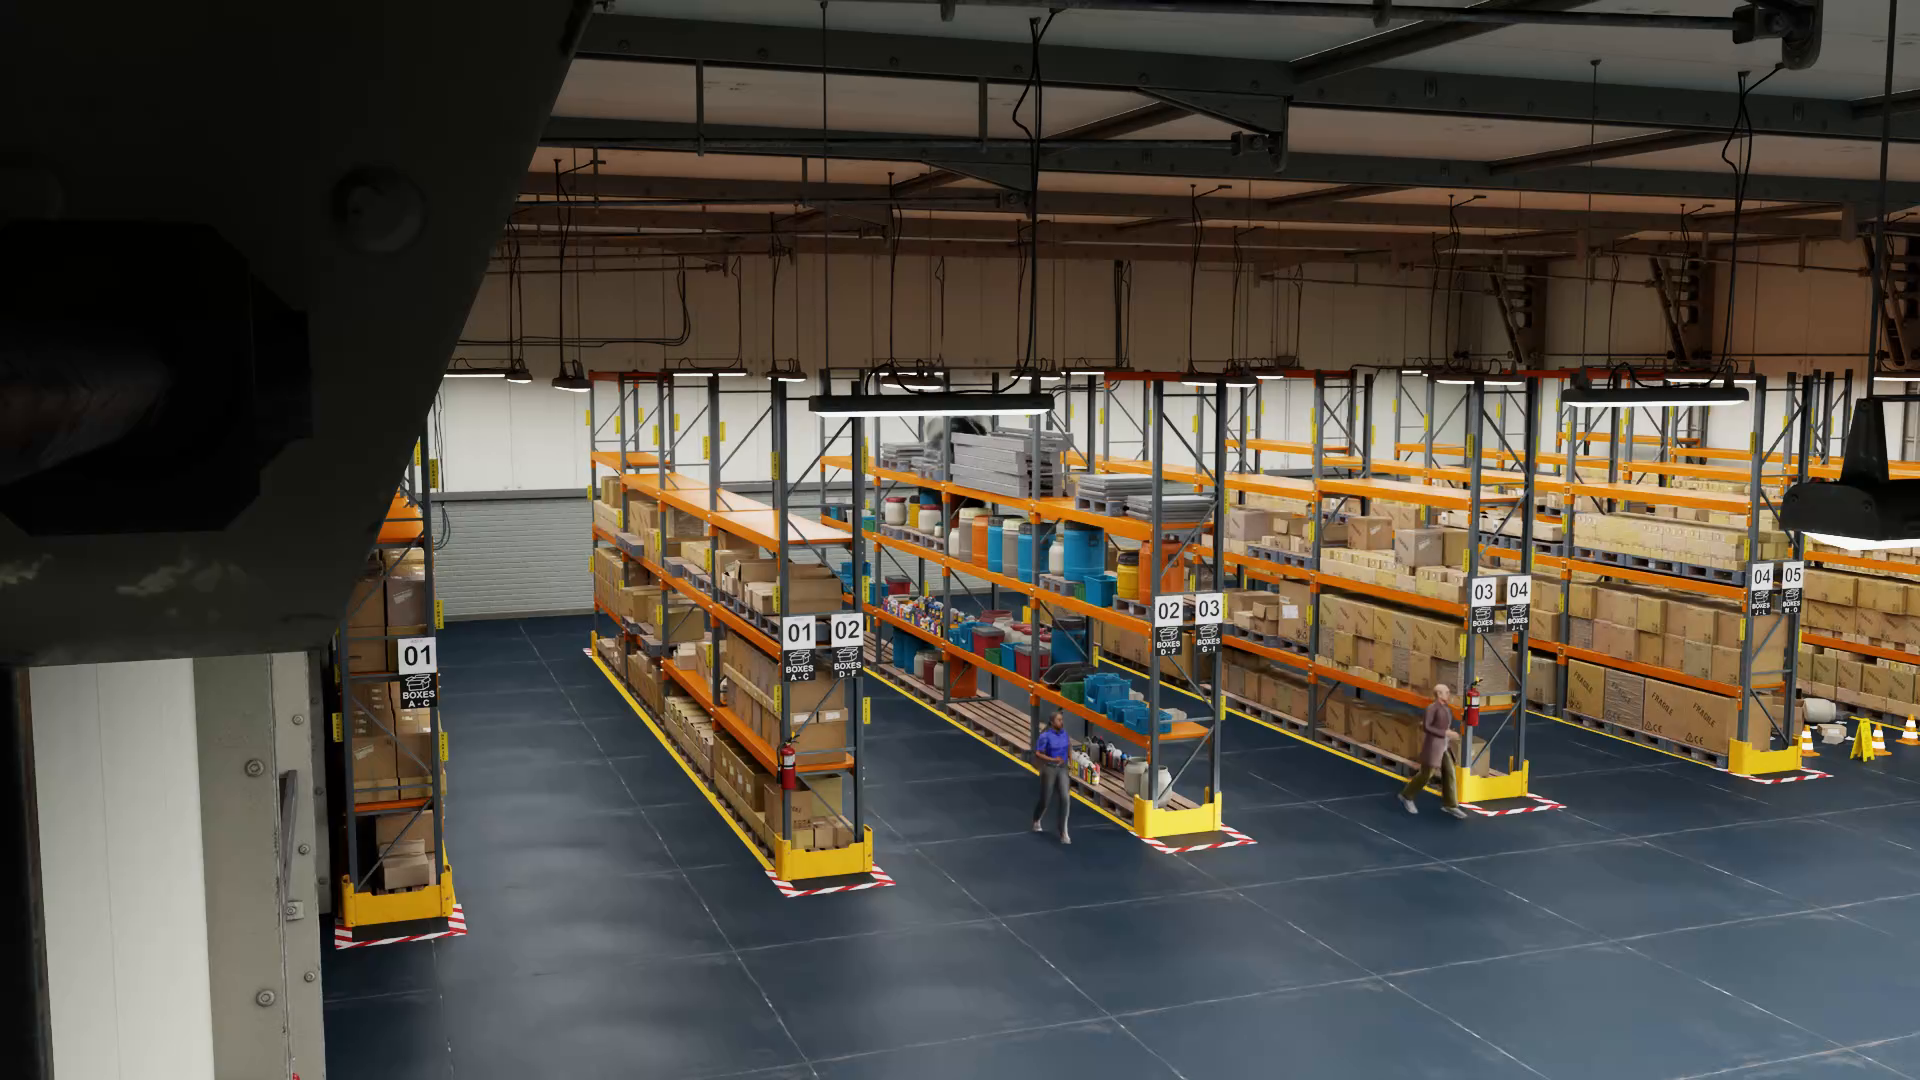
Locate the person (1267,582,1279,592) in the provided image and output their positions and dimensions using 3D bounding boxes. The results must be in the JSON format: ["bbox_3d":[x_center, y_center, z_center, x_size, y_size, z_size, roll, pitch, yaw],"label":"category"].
[{"bbox_3d":[7.954,0.884,41.993,0.774,1.572,0.566,-3,7,-26],"label":"person"}]

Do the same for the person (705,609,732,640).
[{"bbox_3d":[-4.961,1.652,34.477,0.665,1.681,0.744,-4,8,-34],"label":"person"}]

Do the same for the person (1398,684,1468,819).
[{"bbox_3d":[6.585,2.878,22.910,0.940,1.797,0.742,6,8,41],"label":"person"}]

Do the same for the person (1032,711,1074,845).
[{"bbox_3d":[1.275,3.100,21.824,0.637,1.688,0.783,-3,7,-25],"label":"person"}]
